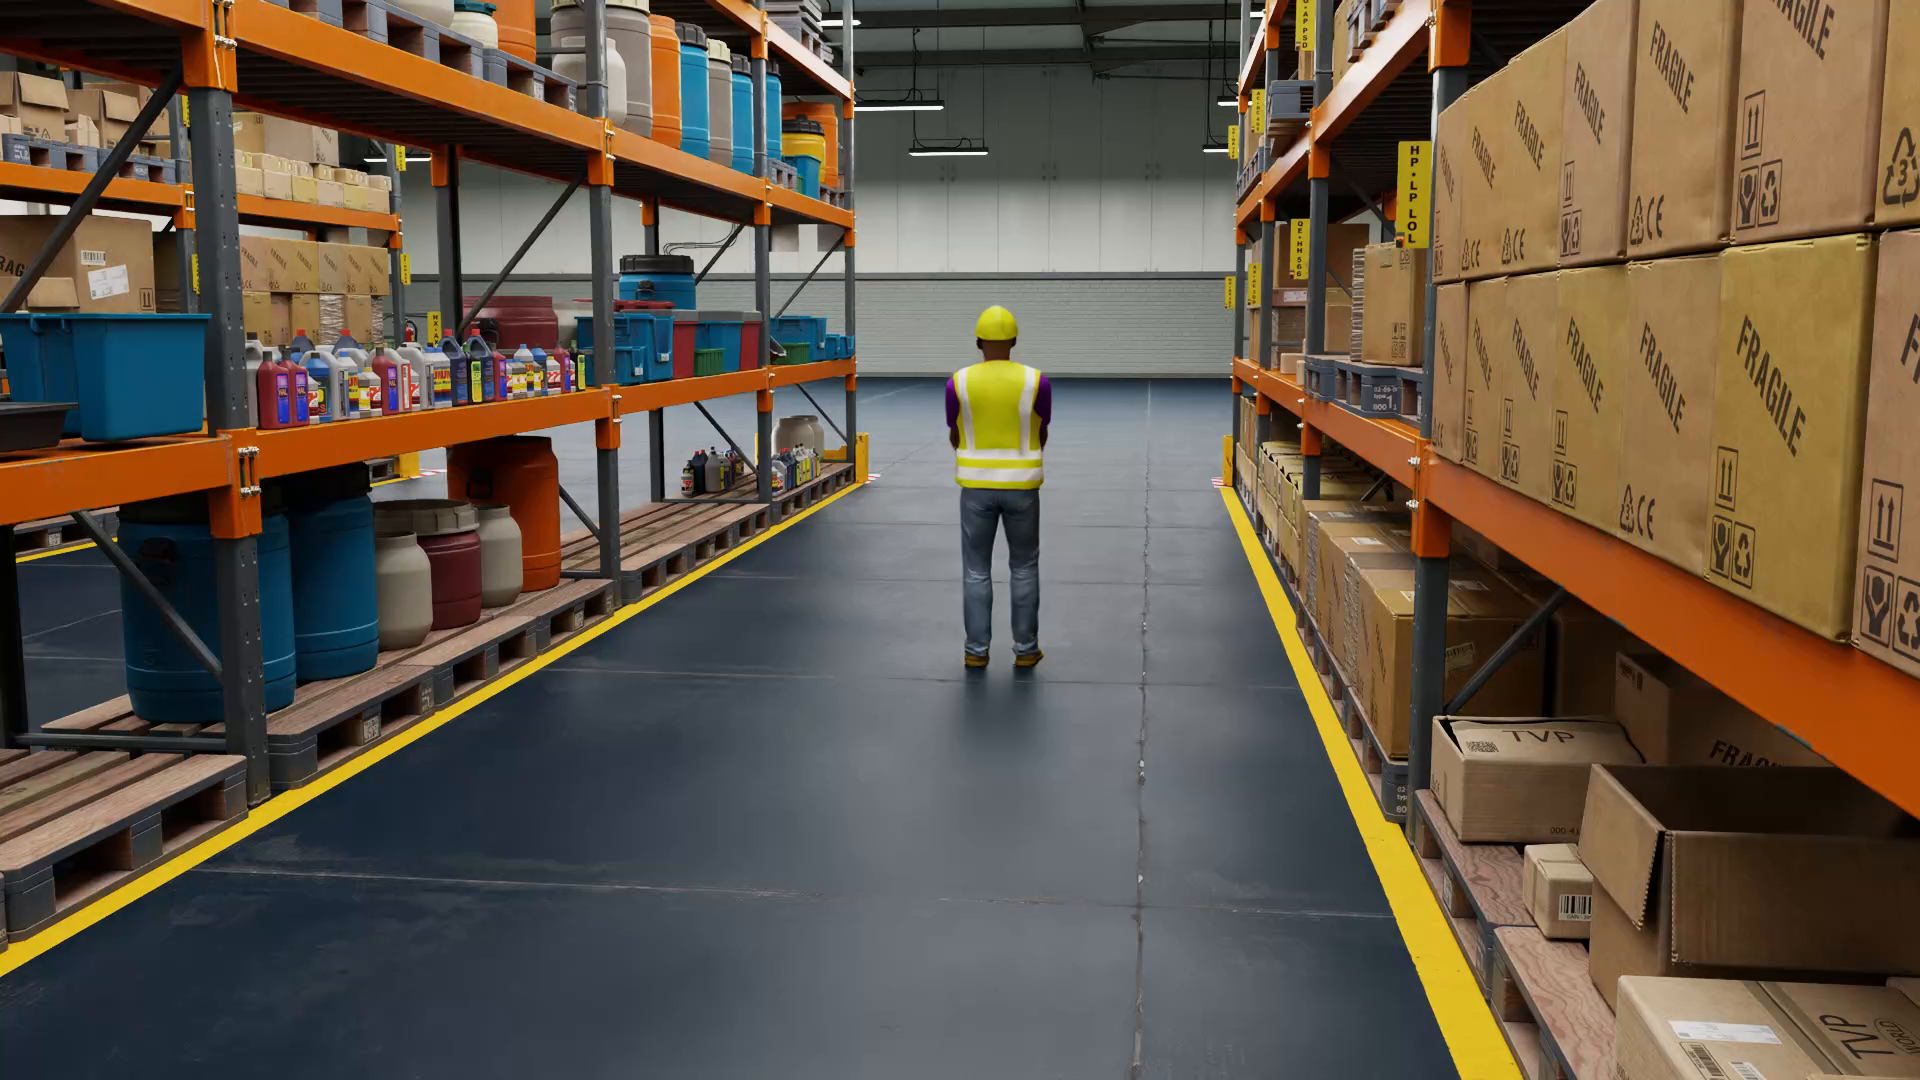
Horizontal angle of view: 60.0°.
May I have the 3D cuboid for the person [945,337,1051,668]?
[{"bbox_3d":[0.187,-0.249,8.221,0.513,1.730,0.573,0,8,2],"label":"person"}]
